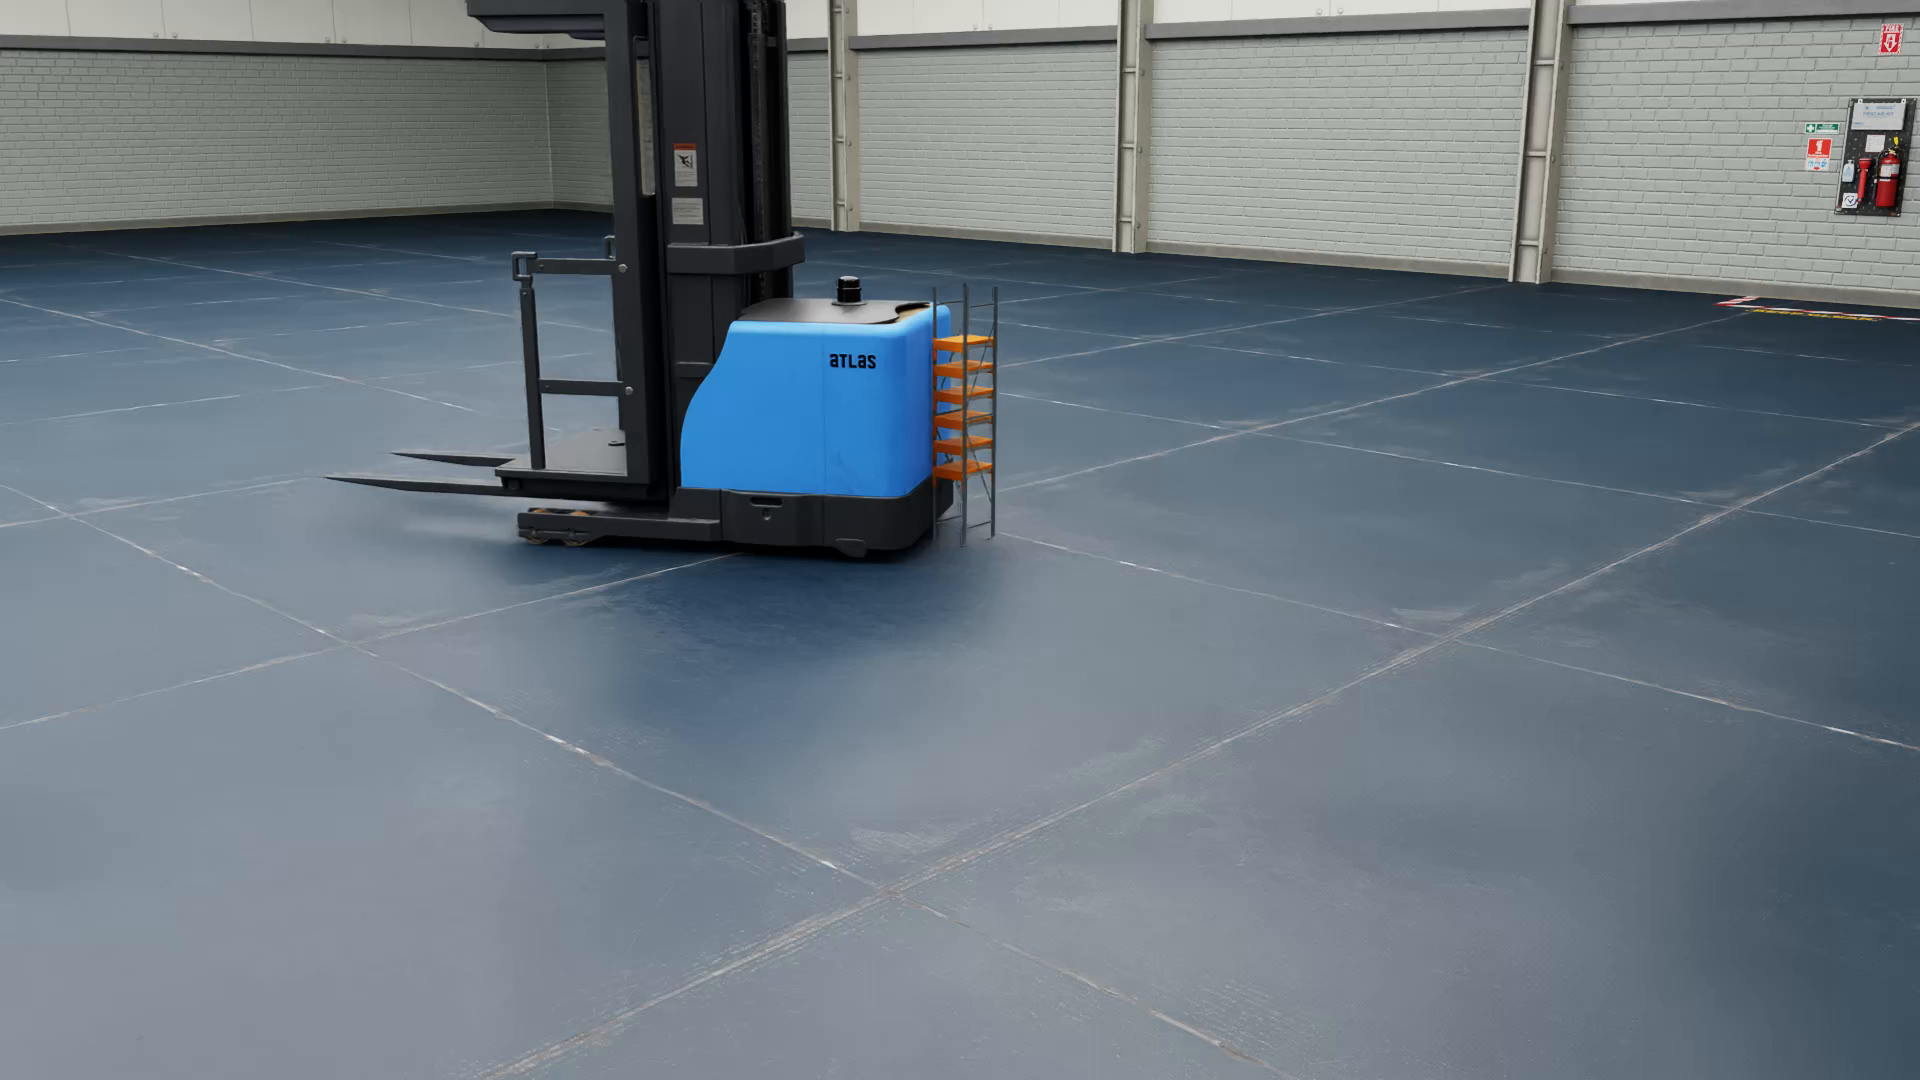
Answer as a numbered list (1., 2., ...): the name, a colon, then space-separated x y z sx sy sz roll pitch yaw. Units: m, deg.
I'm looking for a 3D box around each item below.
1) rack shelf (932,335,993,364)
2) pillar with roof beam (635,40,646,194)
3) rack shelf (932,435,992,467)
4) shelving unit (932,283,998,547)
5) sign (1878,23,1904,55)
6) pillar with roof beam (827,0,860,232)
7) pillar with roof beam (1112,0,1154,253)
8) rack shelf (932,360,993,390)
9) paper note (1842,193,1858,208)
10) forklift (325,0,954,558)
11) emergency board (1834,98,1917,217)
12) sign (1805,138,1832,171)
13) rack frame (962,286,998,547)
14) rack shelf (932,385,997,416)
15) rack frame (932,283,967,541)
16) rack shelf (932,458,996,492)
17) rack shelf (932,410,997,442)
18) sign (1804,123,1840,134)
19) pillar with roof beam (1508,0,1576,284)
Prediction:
1. rack shelf: 0.023 -0.889 7.710 0.180 0.103 0.258 12 19 38
2. pillar with roof beam: -9.208 -9.783 27.630 0.400 9.000 9.100 14 20 42
3. rack shelf: 0.020 -0.425 7.830 0.180 0.103 0.258 12 19 38
4. shelving unit: 0.021 -0.584 7.789 0.189 1.200 0.258 12 19 38
5. sign: 9.367 -5.041 16.734 0.199 0.298 0.001 14 20 42
6. pillar with roof beam: -4.889 -8.733 23.600 0.400 9.000 9.100 14 20 42
7. pillar with roof beam: -0.570 -7.683 19.570 0.400 9.000 9.100 14 20 42
8. rack shelf: 0.022 -0.773 7.740 0.180 0.103 0.258 12 19 38
9. paper note: 9.225 -3.517 17.230 0.142 0.148 0.016 14 20 42
10. forklift: -1.605 -1.512 7.921 3.031 2.935 1.130 3 15 13
11. emergency board: 9.304 -3.900 16.952 0.643 1.169 0.194 14 20 42
12. sign: 8.978 -4.033 17.390 0.234 0.329 0.001 14 20 42
13. rack frame: 0.092 -0.569 7.733 0.006 1.200 0.240 12 19 38
14. rack shelf: 0.022 -0.657 7.770 0.180 0.103 0.258 12 19 38
15. rack frame: -0.049 -0.599 7.845 0.006 1.200 0.240 12 19 38
16. rack shelf: 0.020 -0.308 7.860 0.180 0.103 0.258 12 19 38
17. rack shelf: 0.021 -0.541 7.800 0.180 0.103 0.258 12 19 38
18. sign: 8.975 -4.287 17.314 0.331 0.109 0.001 14 20 42
19. pillar with roof beam: 3.749 -6.633 15.540 0.400 9.000 9.100 14 20 42
